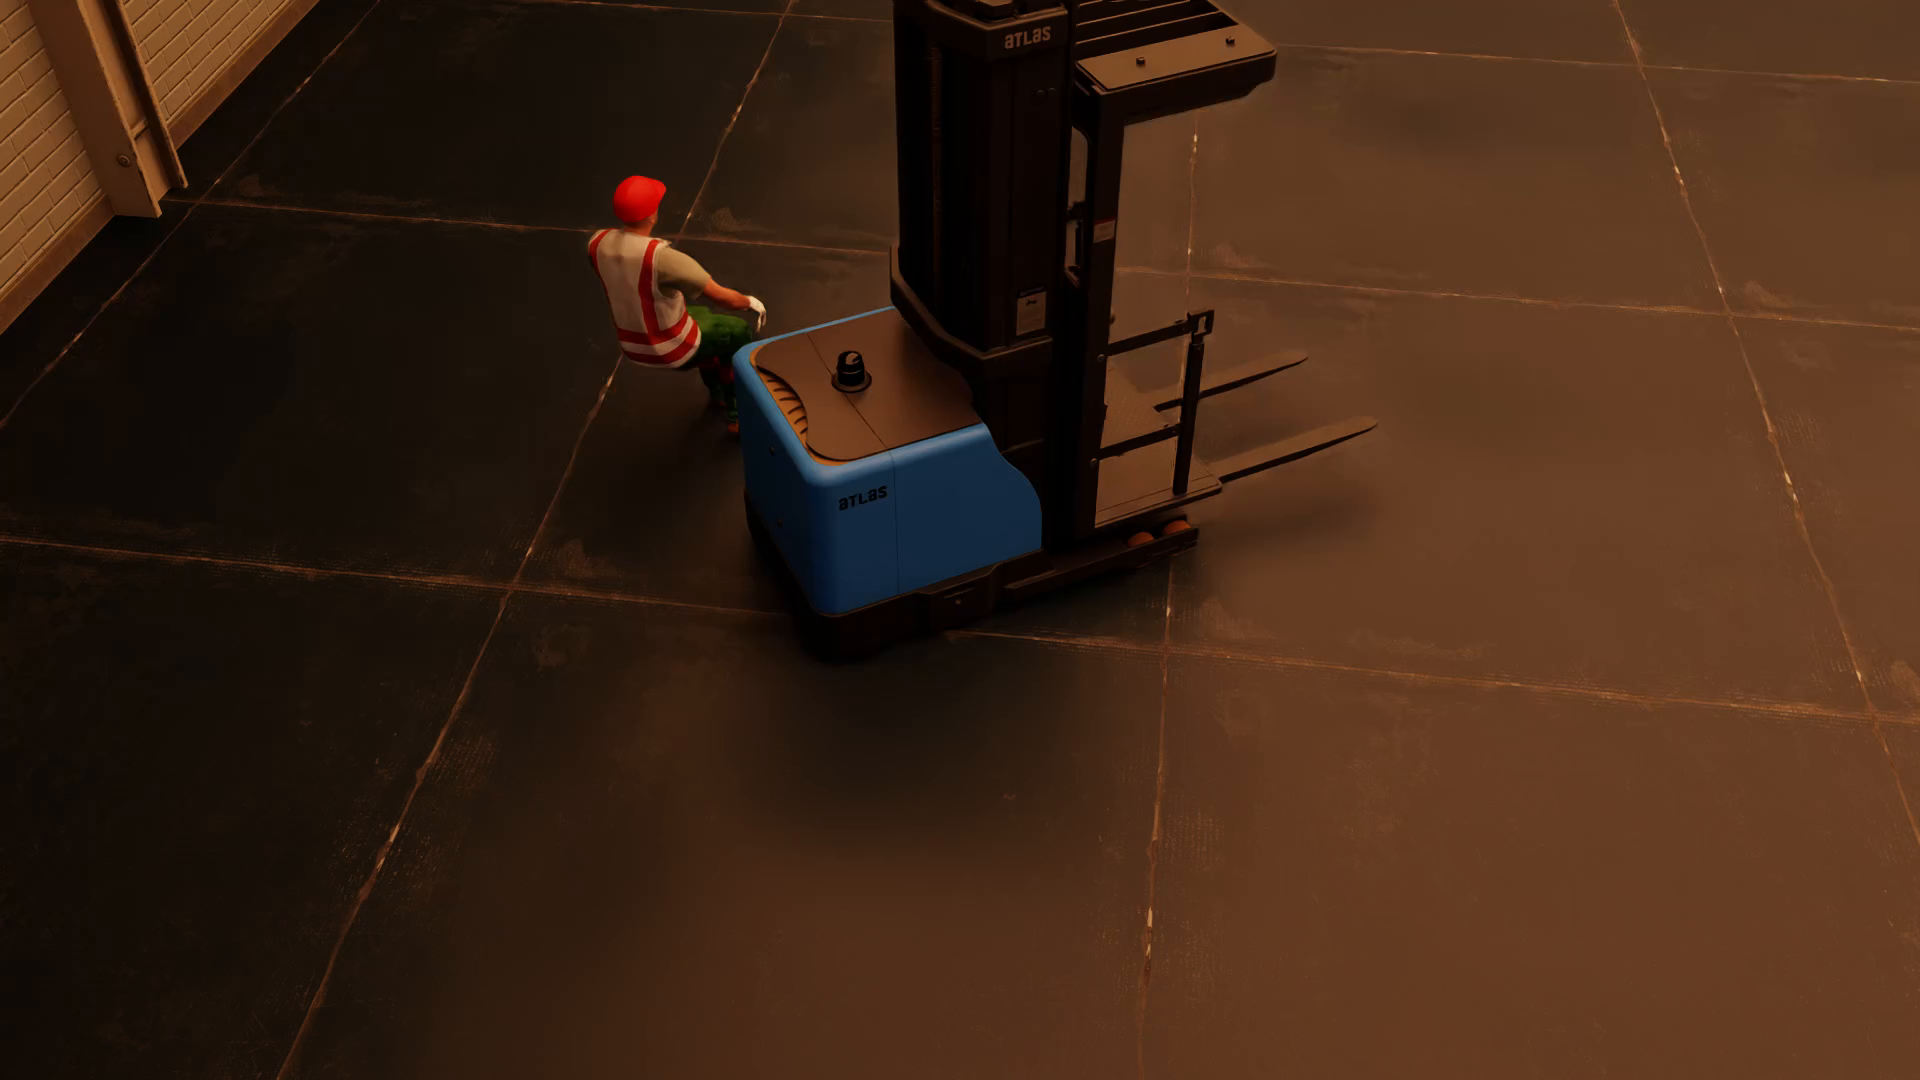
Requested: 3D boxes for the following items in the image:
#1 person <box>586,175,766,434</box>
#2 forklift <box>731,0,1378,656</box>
[{"bbox_3d":[-1.304,-1.153,8.042,0.870,1.555,0.877,17,45,18],"label":"person"},{"bbox_3d":[0.551,-1.257,7.093,3.031,2.935,1.130,-18,45,-18],"label":"forklift"}]
